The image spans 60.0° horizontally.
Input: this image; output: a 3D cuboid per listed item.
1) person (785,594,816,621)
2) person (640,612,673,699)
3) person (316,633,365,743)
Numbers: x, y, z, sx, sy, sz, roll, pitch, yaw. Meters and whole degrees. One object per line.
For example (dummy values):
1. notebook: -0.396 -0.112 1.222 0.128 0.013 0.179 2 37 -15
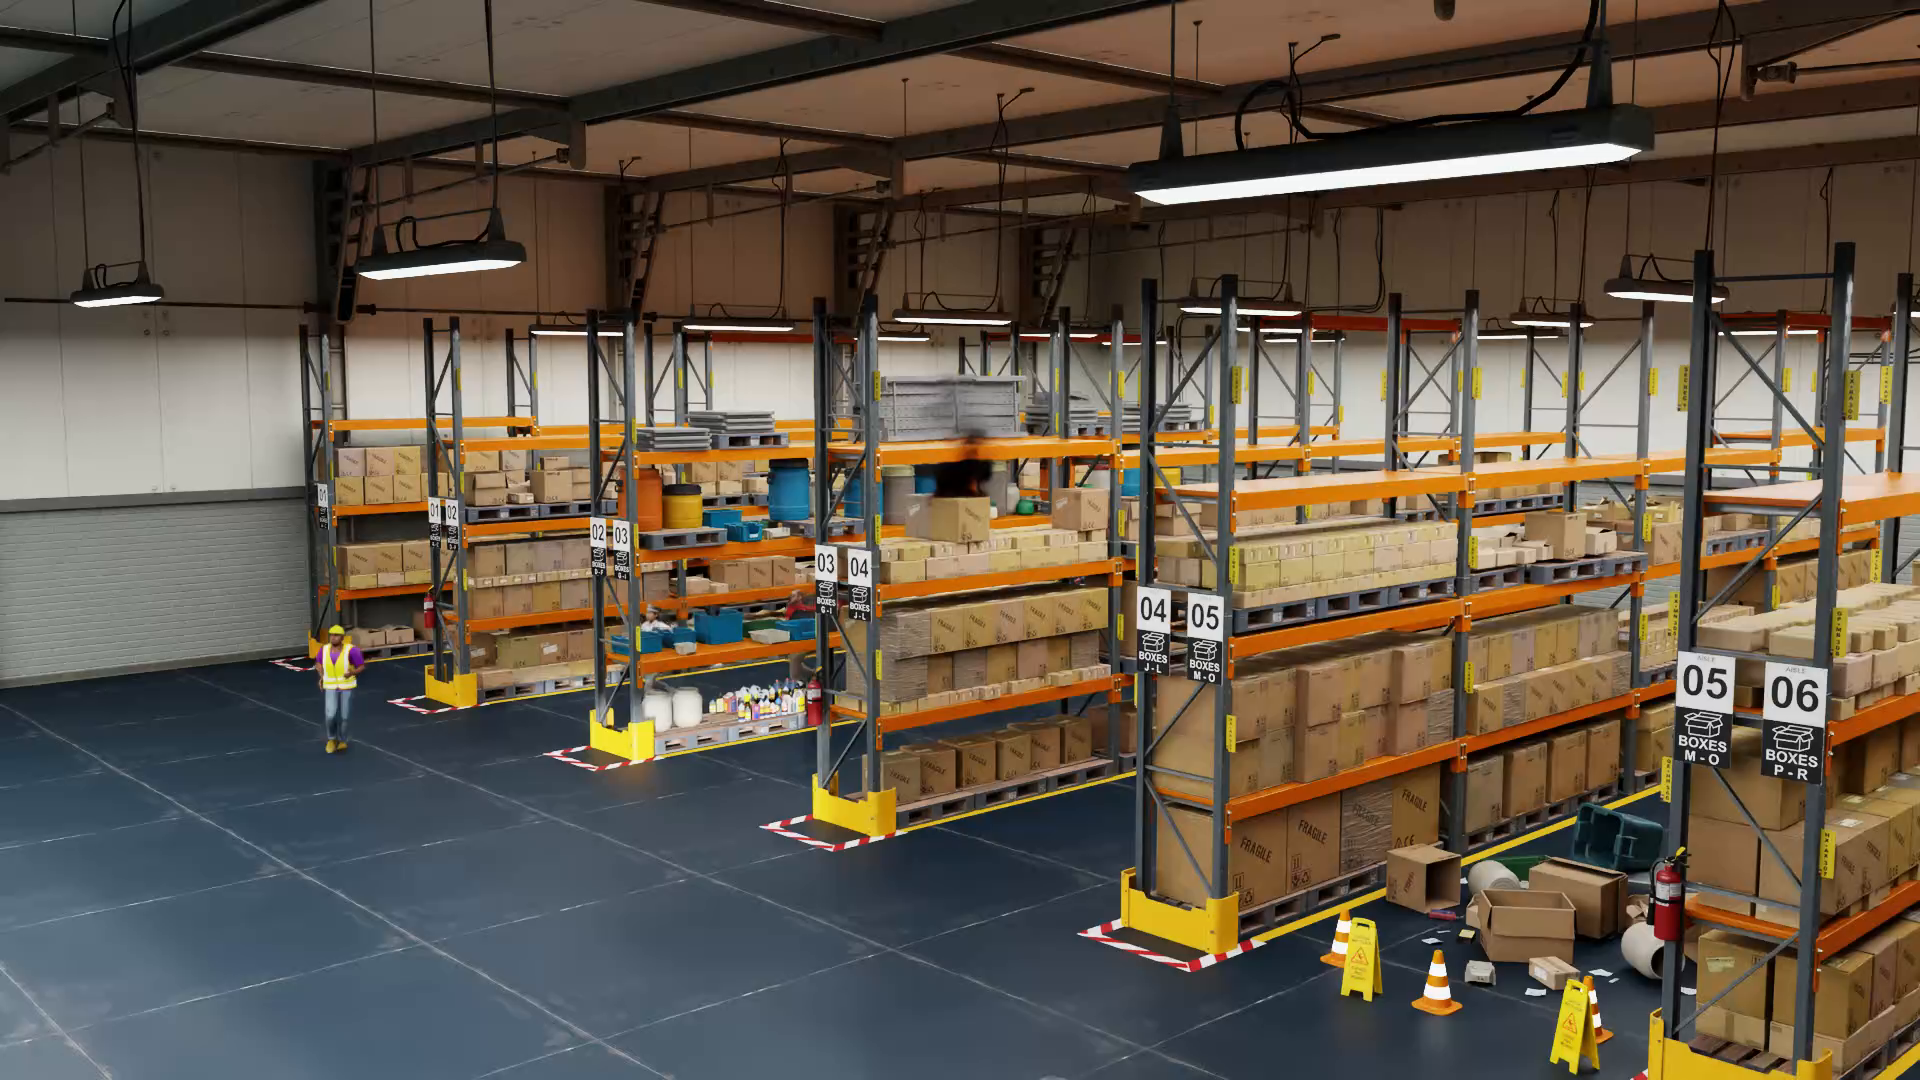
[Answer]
1. person: -2.575 1.191 26.457 0.655 0.685 0.393 6 8 44
2. person: -4.584 1.772 25.102 0.616 1.565 0.705 4 7 36
3. person: -8.398 1.996 22.503 0.668 1.625 0.679 -1 6 -11
